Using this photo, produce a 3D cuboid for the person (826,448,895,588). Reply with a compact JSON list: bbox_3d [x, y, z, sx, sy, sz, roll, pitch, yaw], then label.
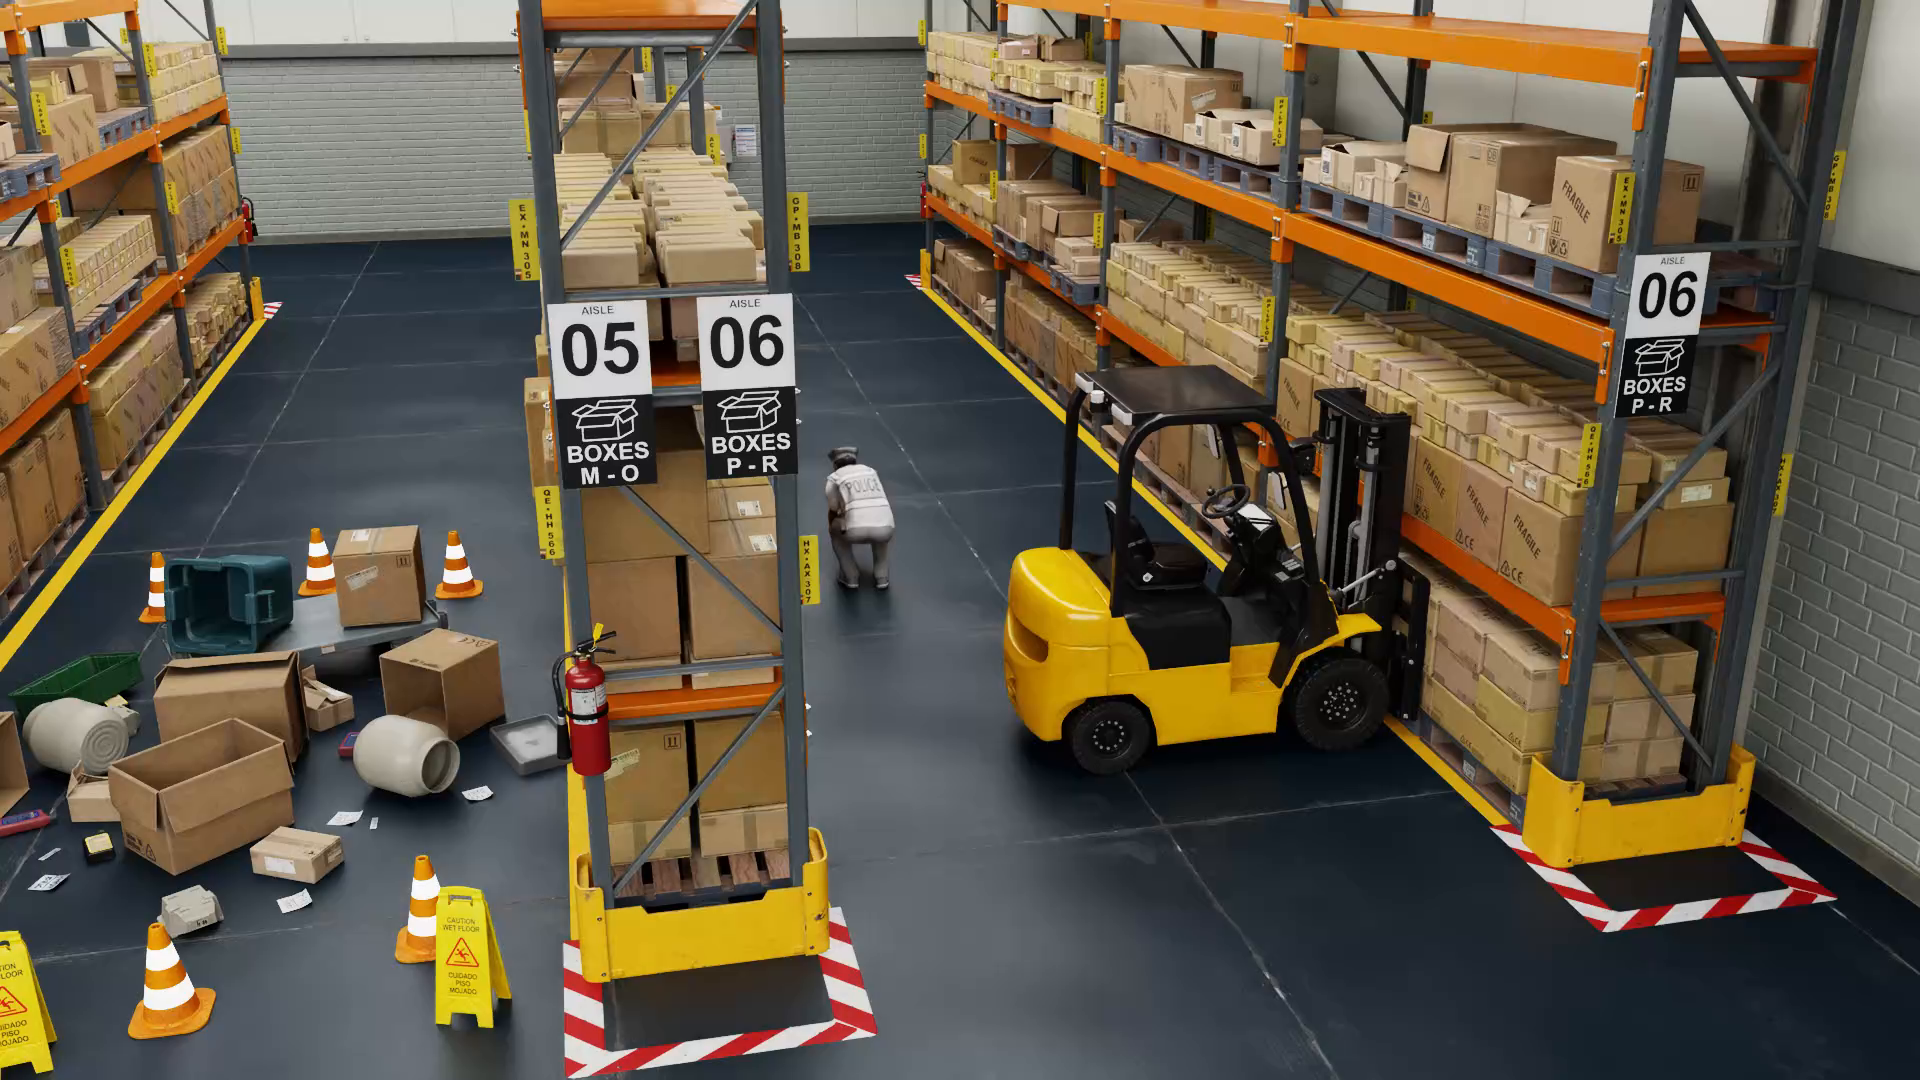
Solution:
[{"bbox_3d":[-0.763,-0.163,12.546,0.459,0.985,0.859,-5,20,-14],"label":"person"}]
